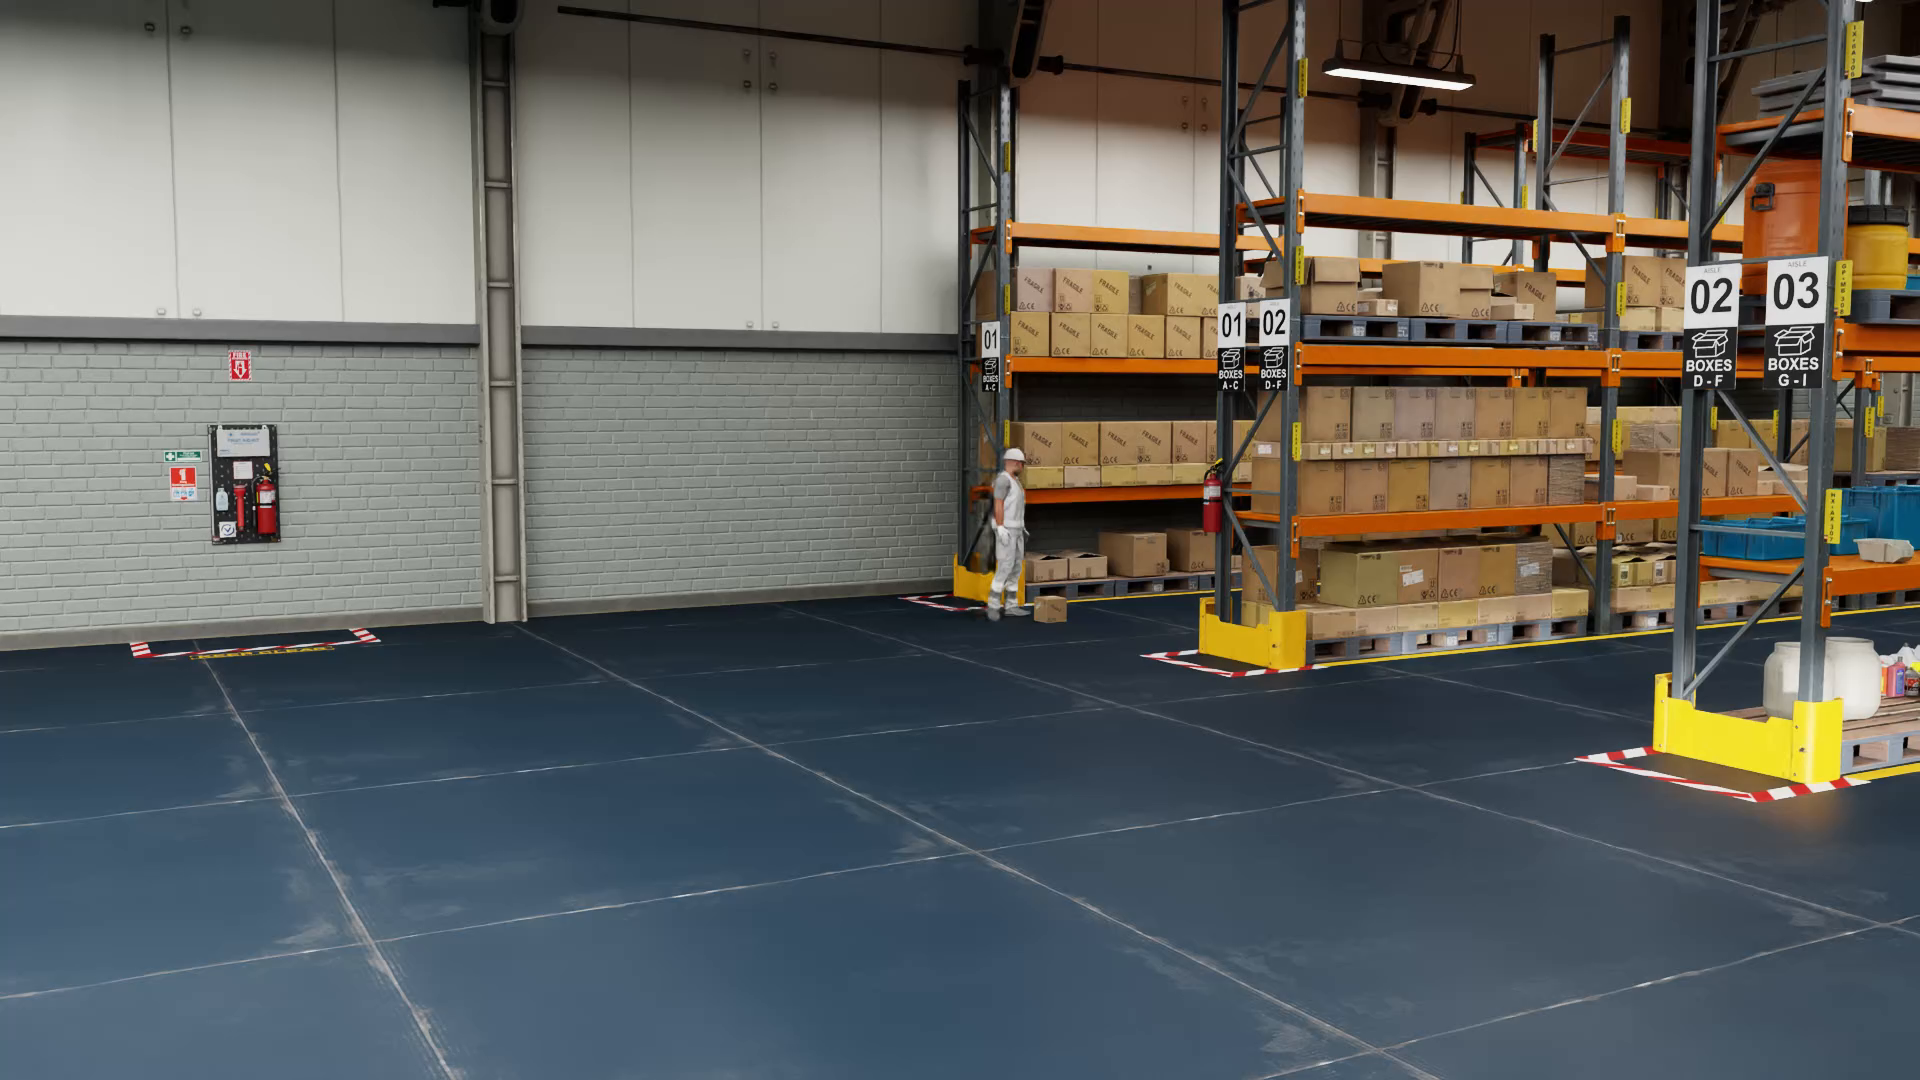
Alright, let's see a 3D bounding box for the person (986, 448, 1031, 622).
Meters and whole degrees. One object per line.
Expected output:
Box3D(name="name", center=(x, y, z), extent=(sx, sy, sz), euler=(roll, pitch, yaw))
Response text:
Box3D(name="person", center=(0.542, -0.067, 17.726), extent=(0.419, 1.812, 0.721), euler=(2, 5, 24))
